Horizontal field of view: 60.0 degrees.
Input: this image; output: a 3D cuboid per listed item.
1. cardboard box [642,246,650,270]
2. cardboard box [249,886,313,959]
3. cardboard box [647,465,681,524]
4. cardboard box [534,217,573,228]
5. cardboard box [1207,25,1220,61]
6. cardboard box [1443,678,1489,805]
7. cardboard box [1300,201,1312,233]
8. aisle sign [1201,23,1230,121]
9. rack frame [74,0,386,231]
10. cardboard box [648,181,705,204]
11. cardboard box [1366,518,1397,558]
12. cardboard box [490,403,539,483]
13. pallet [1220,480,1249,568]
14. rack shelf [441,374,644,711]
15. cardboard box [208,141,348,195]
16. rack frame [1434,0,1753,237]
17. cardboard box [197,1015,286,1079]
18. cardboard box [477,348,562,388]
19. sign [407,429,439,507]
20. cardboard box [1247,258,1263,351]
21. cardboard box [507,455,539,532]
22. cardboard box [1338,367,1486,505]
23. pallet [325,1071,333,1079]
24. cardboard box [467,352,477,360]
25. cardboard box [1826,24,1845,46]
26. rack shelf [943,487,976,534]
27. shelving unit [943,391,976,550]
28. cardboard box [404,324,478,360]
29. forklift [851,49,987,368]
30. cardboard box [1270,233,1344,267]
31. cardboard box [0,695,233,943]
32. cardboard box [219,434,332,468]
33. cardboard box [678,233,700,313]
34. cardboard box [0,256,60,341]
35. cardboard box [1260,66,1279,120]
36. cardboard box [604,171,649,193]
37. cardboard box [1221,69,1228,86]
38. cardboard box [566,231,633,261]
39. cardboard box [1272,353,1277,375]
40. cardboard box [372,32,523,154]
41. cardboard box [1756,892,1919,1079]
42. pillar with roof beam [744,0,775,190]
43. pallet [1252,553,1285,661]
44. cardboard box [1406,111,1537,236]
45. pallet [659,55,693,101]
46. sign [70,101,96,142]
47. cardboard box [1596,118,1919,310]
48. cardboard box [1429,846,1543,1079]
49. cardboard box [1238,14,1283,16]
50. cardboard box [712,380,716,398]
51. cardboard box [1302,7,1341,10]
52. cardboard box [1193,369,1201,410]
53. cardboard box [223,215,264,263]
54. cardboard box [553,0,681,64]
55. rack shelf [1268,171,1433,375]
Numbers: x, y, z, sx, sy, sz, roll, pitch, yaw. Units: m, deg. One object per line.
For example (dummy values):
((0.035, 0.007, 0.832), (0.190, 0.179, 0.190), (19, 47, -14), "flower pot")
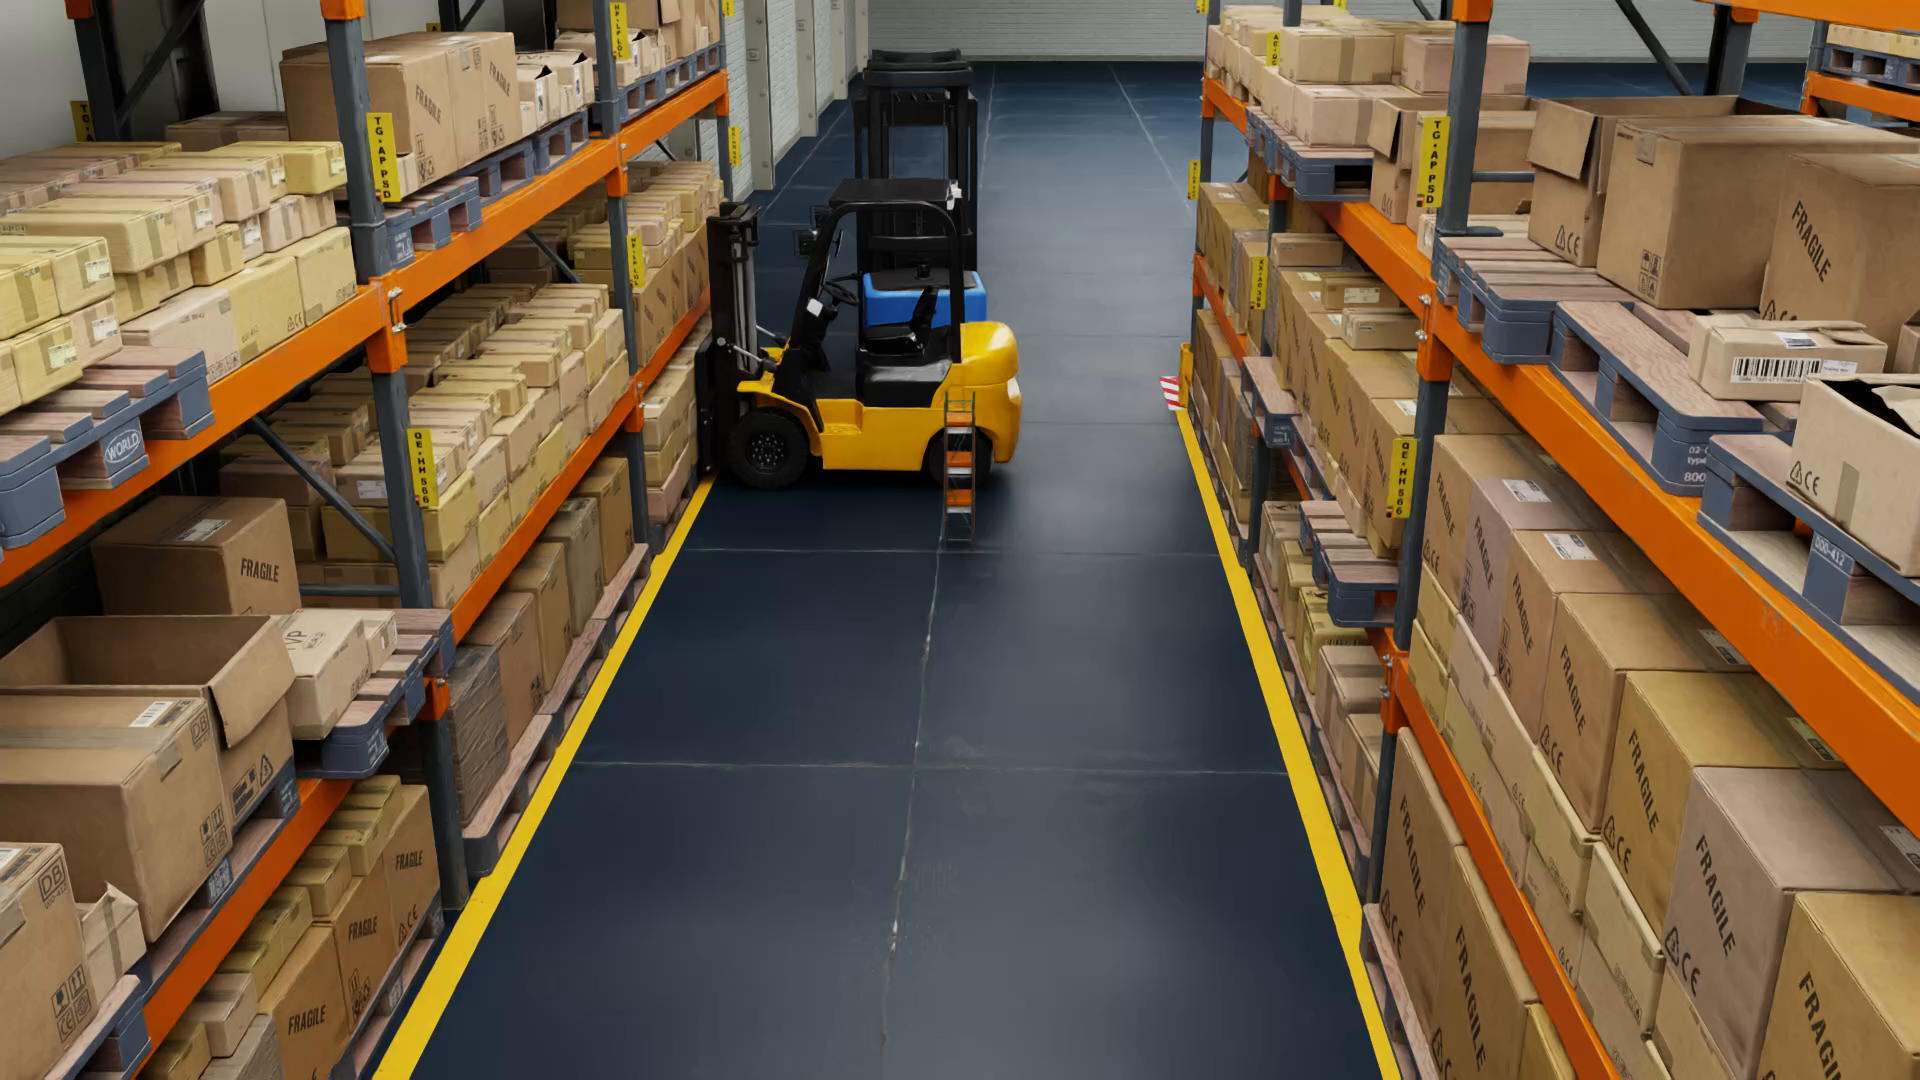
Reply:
((-2.306, -1.883, 11.201), (0.380, 0.149, 0.250), (1, 21, 2), "cardboard box")
((-2.532, 1.350, 5.882), (0.380, 0.149, 0.250), (1, 21, 3), "cardboard box")
((-2.220, -0.319, 11.425), (0.500, 0.250, 0.500), (1, 21, 2), "cardboard box")
((-2.869, -2.117, 11.393), (0.380, 0.149, 0.250), (0, 21, 1), "cardboard box")
((2.236, -3.915, 13.122), (0.500, 0.250, 0.500), (0, 21, 1), "cardboard box")
((2.010, 0.696, 5.796), (0.500, 0.250, 0.500), (0, 21, 0), "cardboard box")
((2.664, -2.173, 11.051), (0.700, 0.500, 0.500), (1, 21, 2), "cardboard box")
((2.210, -3.864, 13.748), (0.394, 0.787, 0.004), (1, 21, 2), "aisle sign")
((-2.687, -2.584, 5.749), (1.000, 3.000, 0.127), (1, 21, 2), "rack frame")
((-2.180, -2.667, 12.809), (0.380, 0.149, 0.250), (1, 21, 3), "cardboard box")
((1.985, -0.032, 7.231), (0.380, 0.149, 0.250), (1, 21, 2), "cardboard box")
((-2.379, -0.478, 8.131), (0.500, 0.250, 0.500), (0, 21, 0), "cardboard box")
((2.381, -0.124, 11.556), (1.003, 0.211, 1.213), (1, 21, 2), "pallet")
((-2.626, -0.175, 8.828), (1.077, 0.370, 4.000), (1, 21, 2), "rack shelf")
((-2.402, -1.313, 5.864), (0.380, 0.149, 0.250), (1, 21, 3), "cardboard box")
((2.274, -2.531, 5.612), (1.000, 3.000, 0.127), (1, 21, 2), "rack frame")
((-2.521, 1.895, 5.372), (0.500, 0.500, 0.500), (0, 21, 0), "cardboard box")
((-2.294, -0.898, 8.661), (0.380, 0.149, 0.250), (0, 21, 0), "cardboard box")
((-2.144, -0.288, 6.633), (0.100, 0.325, 0.005), (1, 21, 2), "sign")
((2.161, -1.529, 10.774), (0.500, 0.500, 0.500), (0, 21, 0), "cardboard box")
((-2.400, -0.243, 8.217), (0.500, 0.250, 0.500), (0, 21, 0), "cardboard box")
((2.015, -0.470, 7.463), (0.500, 0.500, 0.500), (0, 21, 1), "cardboard box")
((-2.787, 2.222, 5.510), (1.003, 0.211, 1.213), (1, 21, 2), "pallet")
((-2.889, -0.849, 9.087), (0.500, 0.250, 0.500), (0, 21, 0), "cardboard box")
((7.138, -4.012, 13.204), (0.380, 0.149, 0.250), (1, 21, 2), "cardboard box")
((-0.002, -0.201, 11.394), (0.215, 0.259, 0.240), (1, 21, 2), "rack shelf")
((-0.002, -0.470, 11.289), (0.215, 1.050, 0.252), (1, 21, 2), "shelving unit")
((-2.880, -1.089, 9.154), (0.380, 0.149, 0.250), (1, 21, 2), "cardboard box")
((-0.413, -2.982, 15.162), (1.130, 2.935, 3.031), (-2, 21, -5), "forklift")
((2.028, -1.698, 9.731), (0.380, 0.149, 0.250), (1, 21, 1), "cardboard box")
((-2.531, 0.773, 4.671), (0.700, 0.500, 0.500), (1, 21, 1), "cardboard box")
((-2.983, -0.352, 7.255), (0.380, 0.149, 0.250), (1, 21, 3), "cardboard box")
((-2.241, -1.991, 12.376), (0.500, 0.500, 0.500), (1, 21, 2), "cardboard box")
((-2.391, -0.573, 3.931), (0.380, 0.149, 0.250), (1, 21, 2), "cardboard box")
((1.978, -2.498, 9.300), (0.500, 0.250, 0.500), (0, 21, 0), "cardboard box")
((-2.703, -2.859, 13.304), (0.380, 0.149, 0.250), (1, 21, 3), "cardboard box")
((2.222, -3.600, 12.862), (0.380, 0.149, 0.250), (1, 21, 3), "cardboard box")
((-2.359, -1.929, 10.908), (0.380, 0.149, 0.250), (1, 21, 2), "cardboard box")
((2.064, -1.063, 9.888), (0.380, 0.149, 0.250), (1, 21, 2), "cardboard box")
((-2.390, -2.102, 7.796), (0.500, 0.500, 0.500), (1, 21, 3), "cardboard box")
((1.915, 1.035, 3.194), (0.500, 0.500, 0.500), (1, 21, 3), "cardboard box")
((1.302, -9.526, 23.641), (9.100, 9.000, 0.400), (1, 21, 2), "pillar with roof beam")
((2.374, 0.401, 10.203), (1.003, 0.211, 1.213), (1, 21, 2), "pallet")
((2.313, -1.522, 7.019), (0.700, 0.500, 0.500), (1, 21, 2), "cardboard box")
((-2.525, -3.340, 11.965), (1.003, 0.211, 1.213), (1, 21, 2), "pallet")
((-3.242, -1.473, 6.207), (0.100, 0.325, 0.005), (1, 21, 2), "sign")
((2.434, -1.015, 5.133), (0.700, 0.500, 0.500), (0, 21, -1), "cardboard box")
((2.139, 1.632, 5.533), (0.875, 0.875, 0.875), (1, 21, 2), "cardboard box")
((2.248, -3.792, 12.253), (0.380, 0.149, 0.250), (1, 21, 1), "cardboard box")
((-2.167, -1.279, 13.209), (0.500, 0.250, 0.500), (0, 21, 0), "cardboard box")
((2.756, -4.061, 12.948), (0.380, 0.149, 0.250), (1, 21, 3), "cardboard box")
((2.217, -1.252, 13.829), (0.500, 0.250, 0.500), (0, 21, 1), "cardboard box")
((-2.518, -0.983, 5.424), (0.380, 0.149, 0.250), (1, 21, 3), "cardboard box")
((-2.401, -3.626, 11.719), (0.797, 0.503, 0.637), (1, 21, 3), "cardboard box")
((2.335, -1.520, 8.148), (1.077, 0.370, 4.000), (1, 21, 2), "rack shelf")
